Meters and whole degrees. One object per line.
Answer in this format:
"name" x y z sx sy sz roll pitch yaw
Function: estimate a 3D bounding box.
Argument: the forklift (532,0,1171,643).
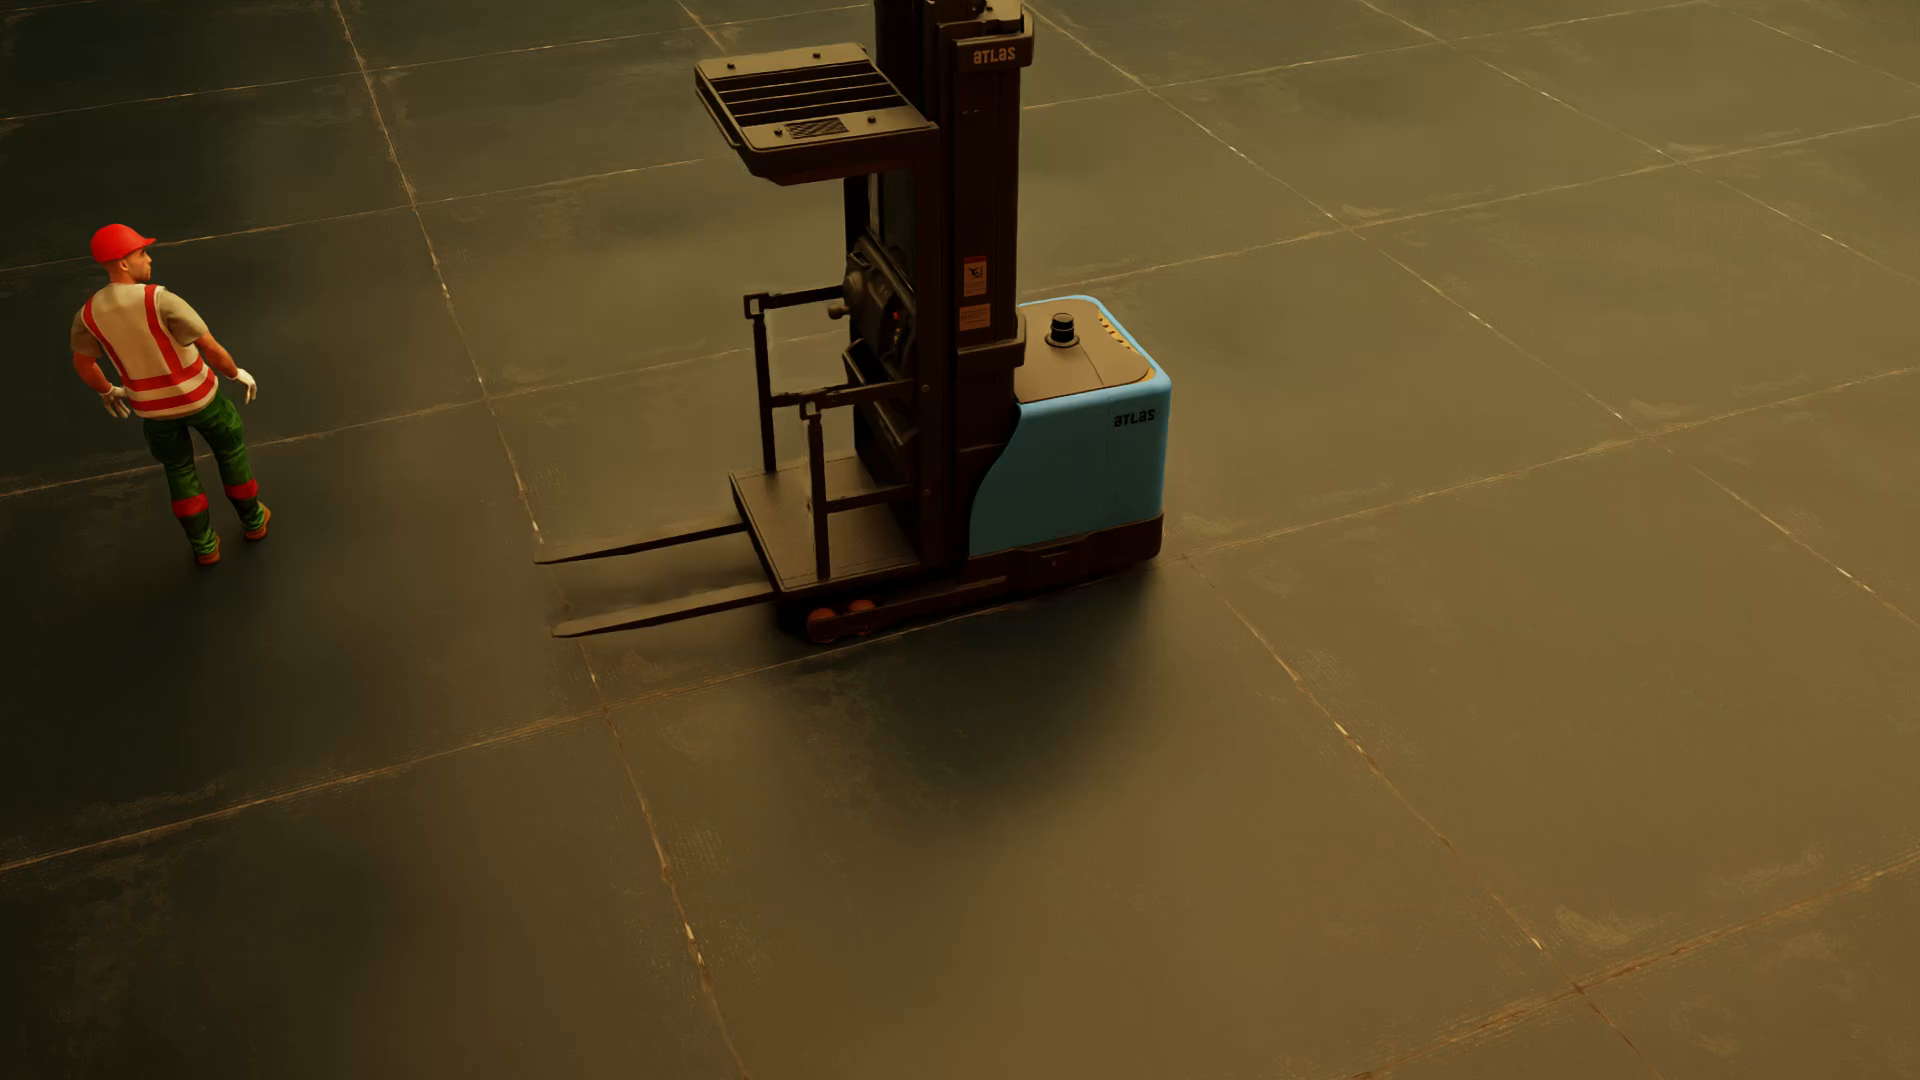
"forklift" -0.555 -1.049 7.573 3.031 2.935 1.130 -12 37 -16

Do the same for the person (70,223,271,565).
"person" -3.824 -0.725 8.123 0.761 1.768 0.504 -6 36 -9
